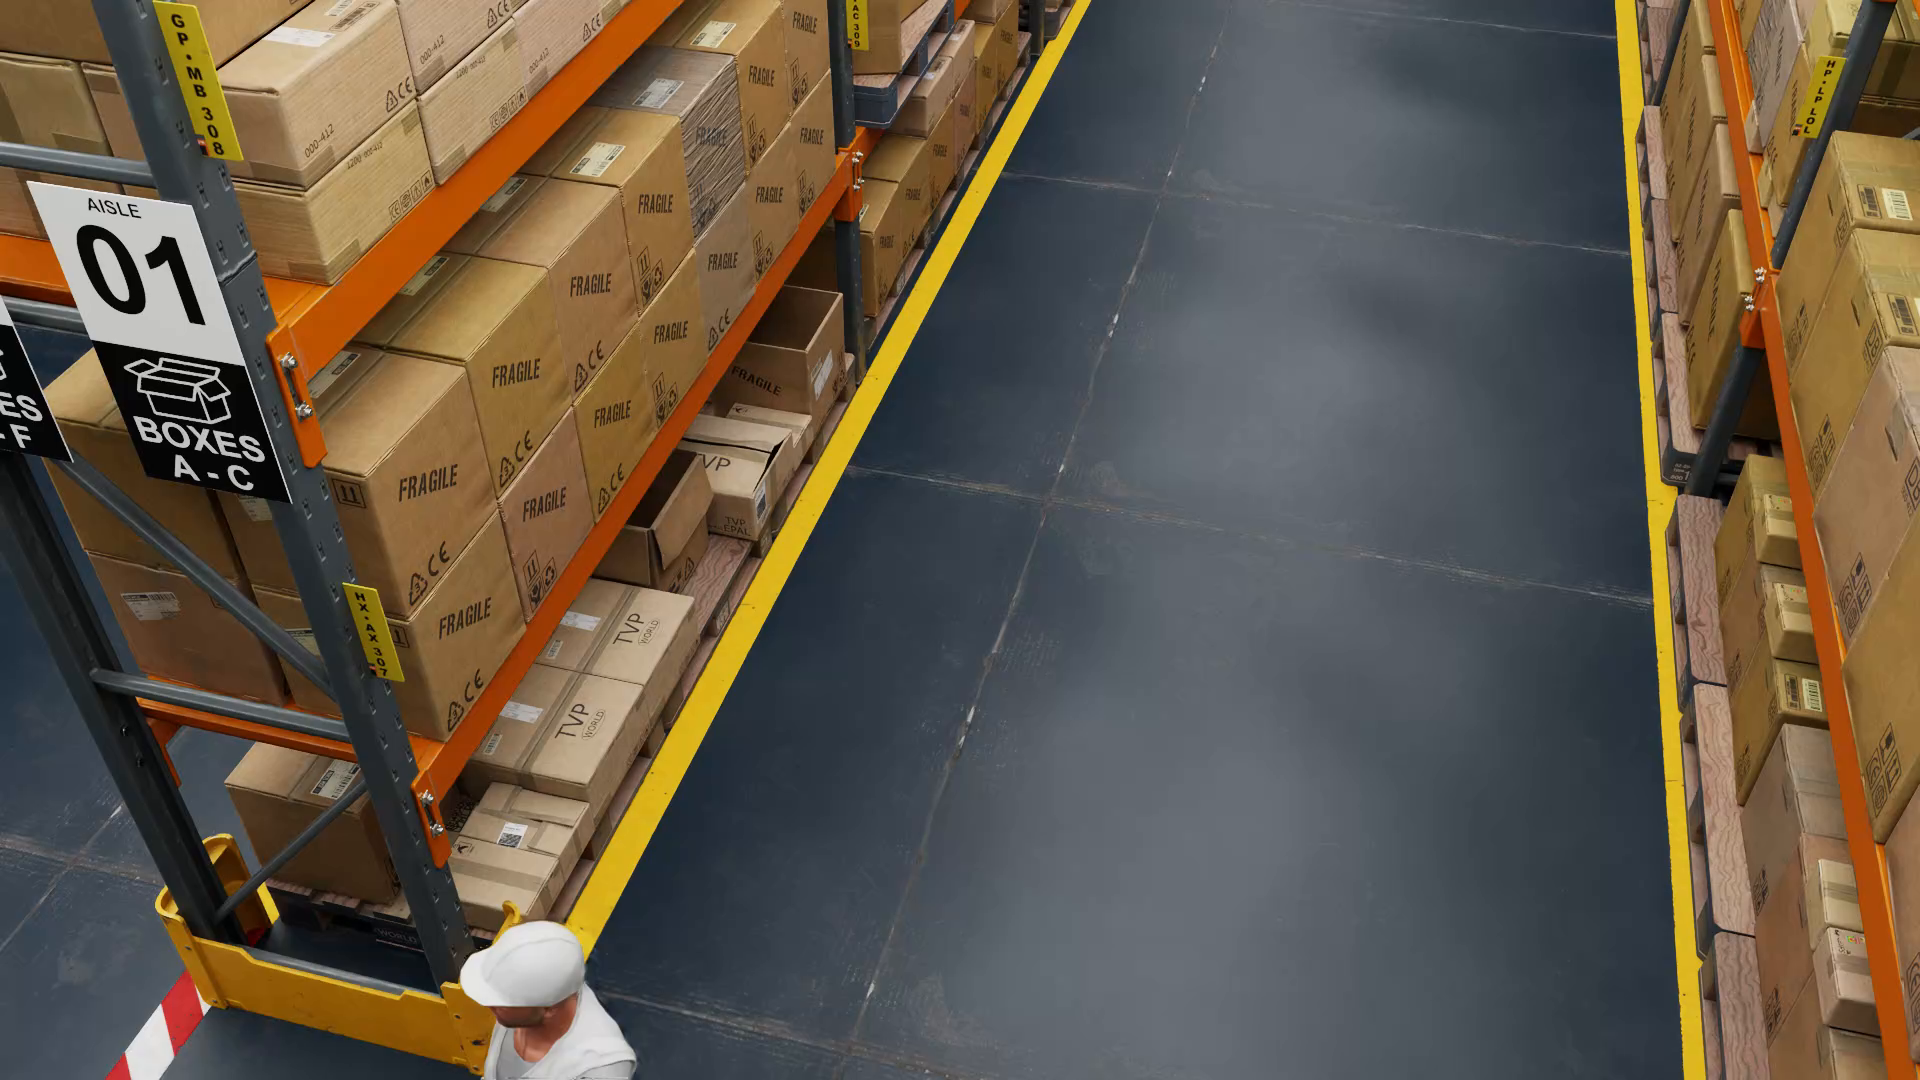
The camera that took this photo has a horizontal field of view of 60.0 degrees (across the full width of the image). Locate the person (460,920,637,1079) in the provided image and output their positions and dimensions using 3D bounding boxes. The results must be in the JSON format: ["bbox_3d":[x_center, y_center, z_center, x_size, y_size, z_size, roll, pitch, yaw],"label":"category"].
[{"bbox_3d":[-0.993,1.584,4.289,0.929,1.742,0.531,-30,49,-30],"label":"person"}]
